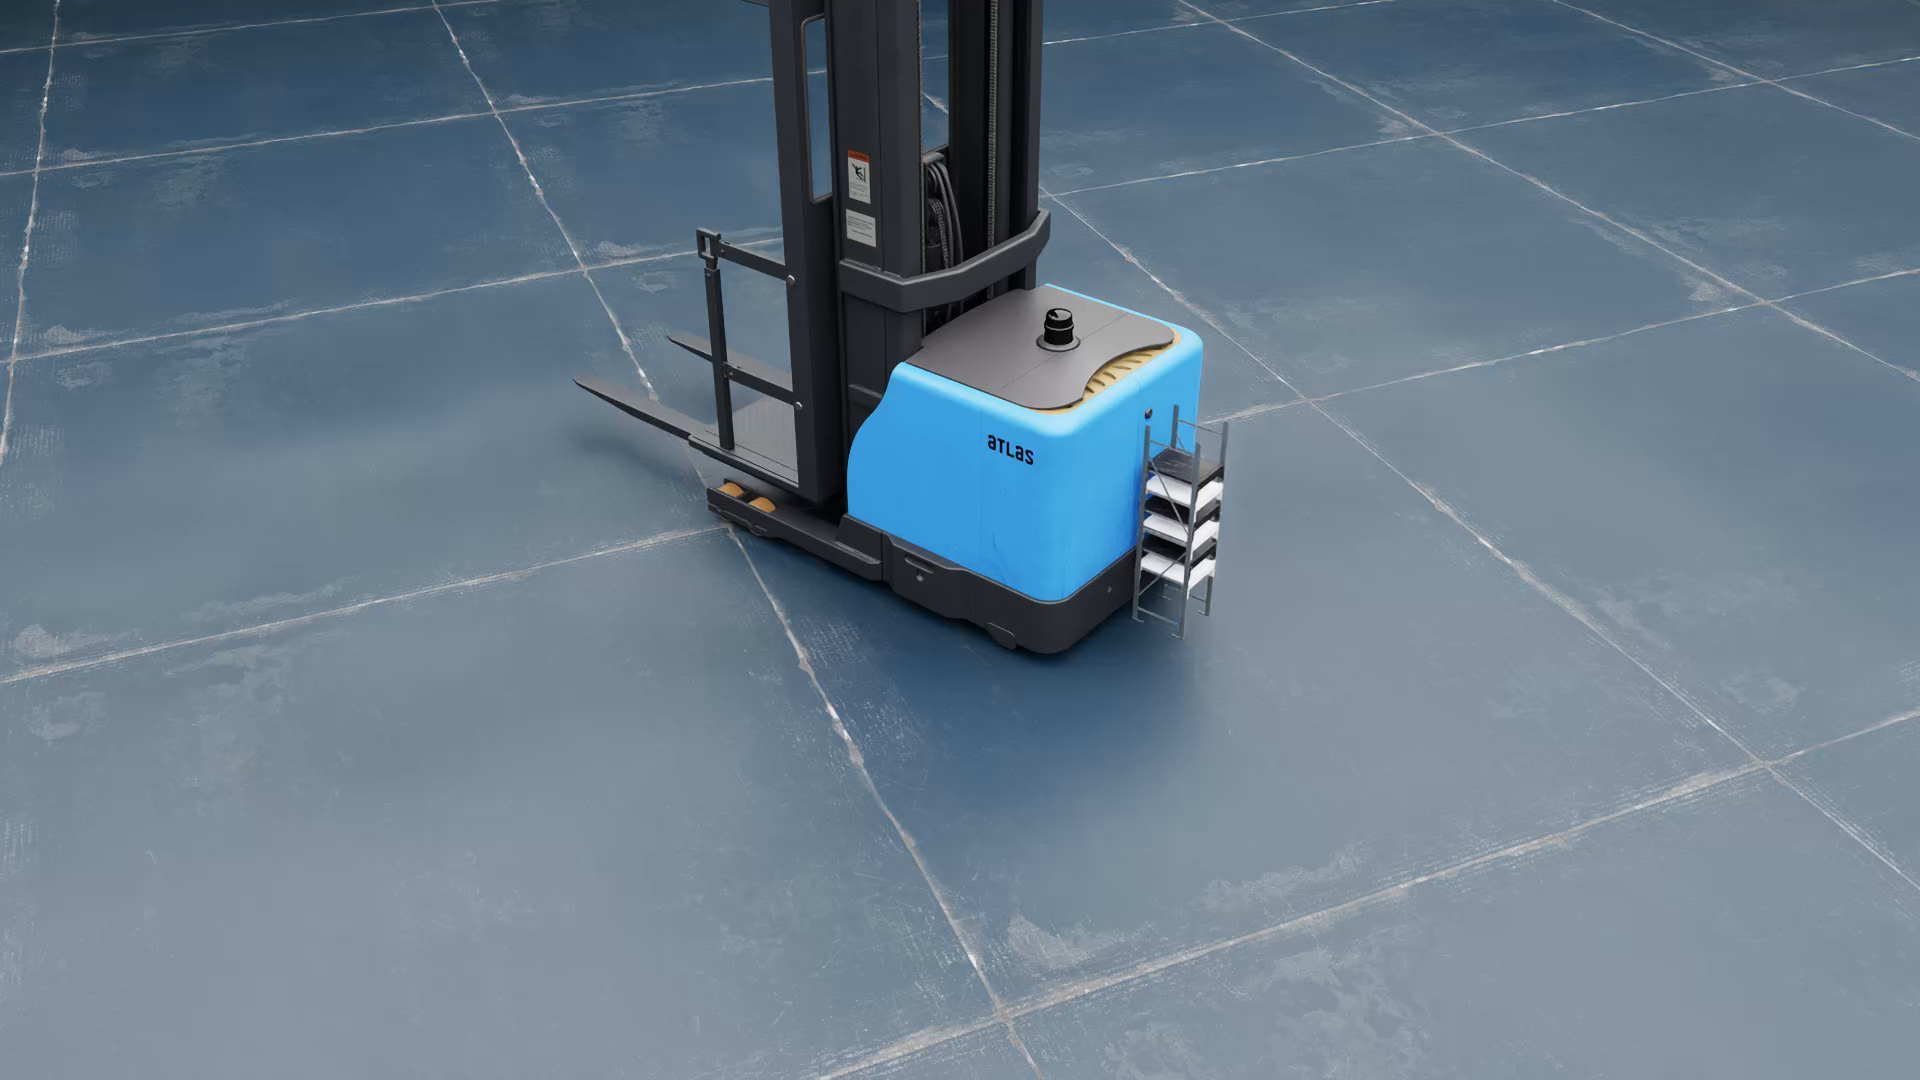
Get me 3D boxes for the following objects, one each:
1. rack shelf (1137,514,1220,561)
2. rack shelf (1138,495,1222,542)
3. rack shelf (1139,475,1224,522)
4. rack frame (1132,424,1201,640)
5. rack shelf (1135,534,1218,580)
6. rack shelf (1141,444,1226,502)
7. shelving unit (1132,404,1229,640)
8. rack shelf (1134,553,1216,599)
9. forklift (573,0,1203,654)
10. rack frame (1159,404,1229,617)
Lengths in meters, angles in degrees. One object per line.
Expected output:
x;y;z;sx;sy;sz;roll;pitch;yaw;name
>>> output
0.858;-0.034;6.539;0.258;0.077;0.200;23;39;31;rack shelf
0.858;-0.110;6.490;0.258;0.077;0.200;23;39;31;rack shelf
0.858;-0.185;6.440;0.258;0.077;0.200;23;39;31;rack shelf
0.796;-0.018;6.453;0.240;0.900;0.006;23;39;31;rack frame
0.858;0.041;6.588;0.258;0.077;0.200;23;39;31;rack shelf
0.858;-0.261;6.391;0.258;0.077;0.200;23;39;31;rack shelf
0.858;-0.062;6.520;0.258;0.900;0.210;23;39;31;shelving unit
0.858;0.117;6.637;0.258;0.077;0.200;23;39;31;rack shelf
-0.490;-1.445;6.783;3.031;2.935;1.130;24;40;32;forklift
0.920;-0.106;6.588;0.240;0.900;0.006;23;39;31;rack frame
